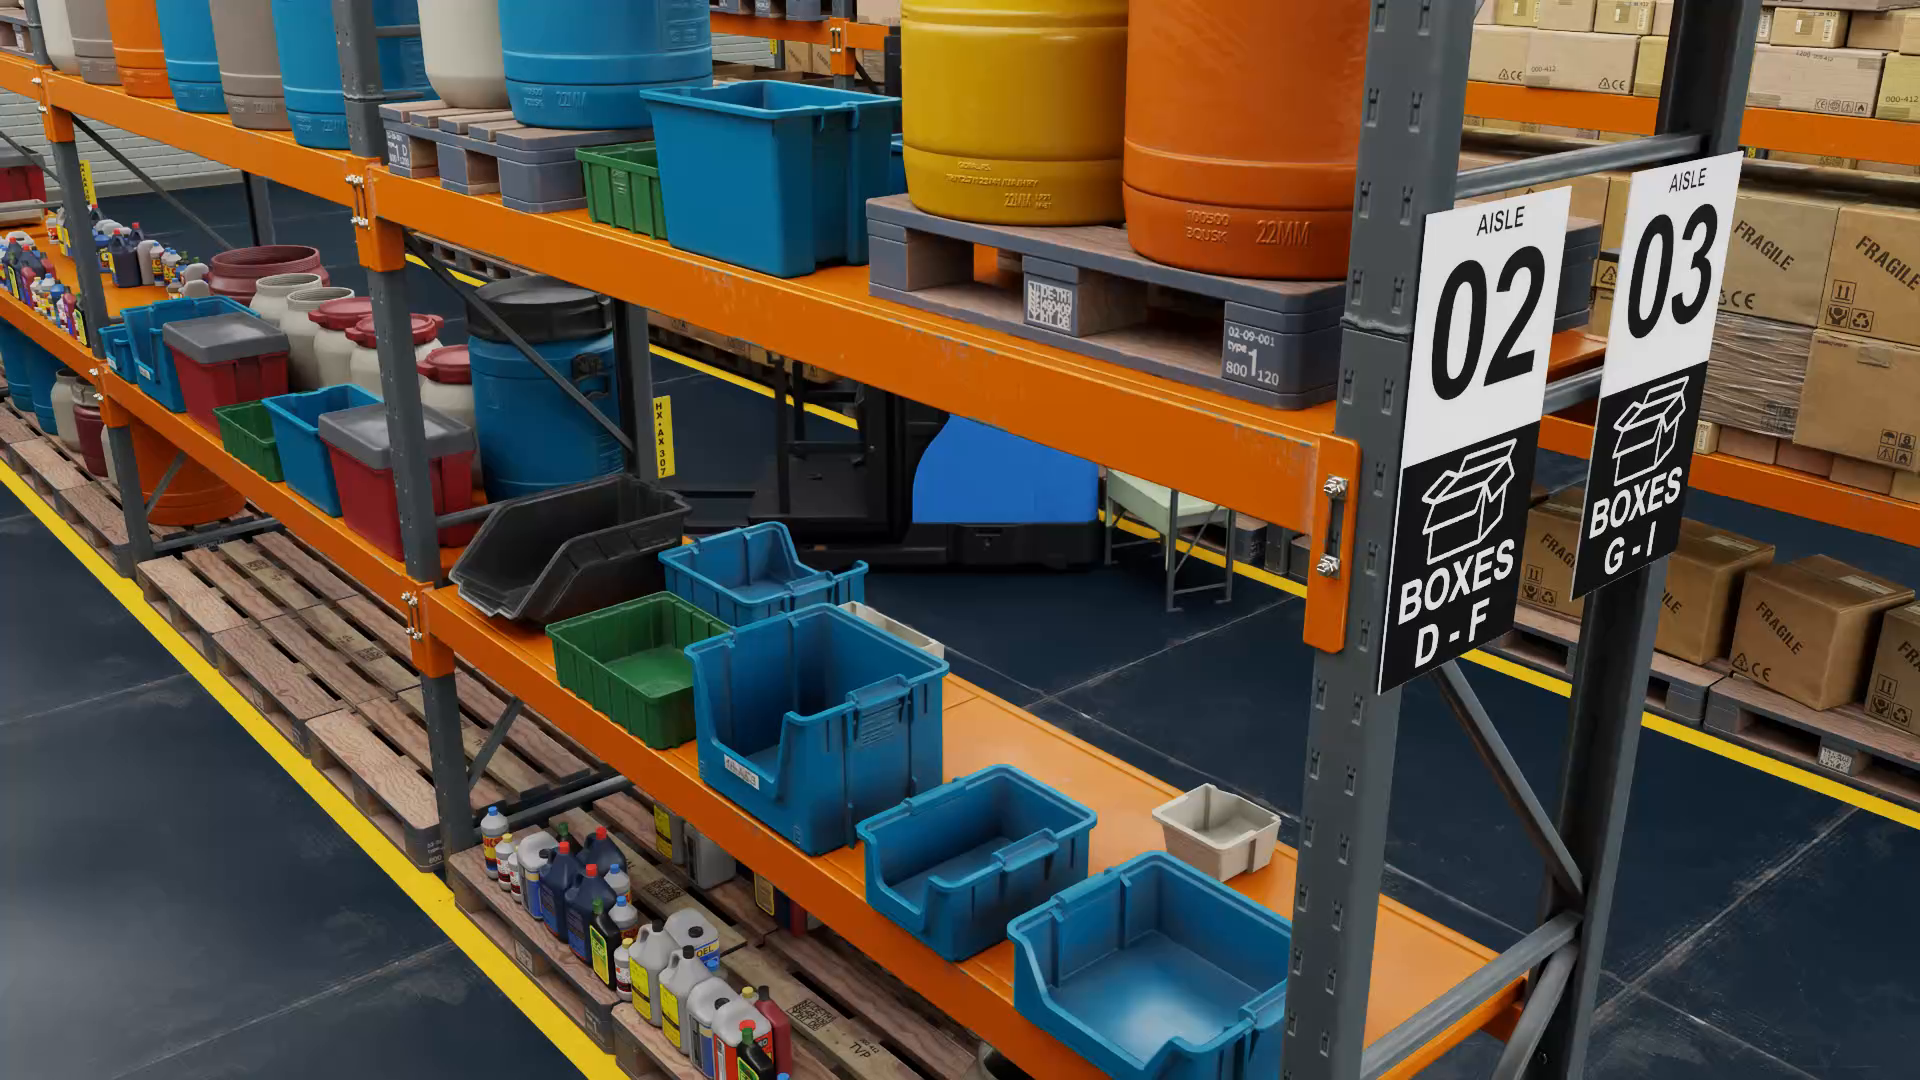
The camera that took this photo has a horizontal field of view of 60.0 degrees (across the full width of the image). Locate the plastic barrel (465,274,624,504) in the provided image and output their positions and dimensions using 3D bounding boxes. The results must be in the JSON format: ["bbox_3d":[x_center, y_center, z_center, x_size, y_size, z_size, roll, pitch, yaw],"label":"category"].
[{"bbox_3d":[-1.618,-0.556,6.604,0.600,0.901,0.708,-17,27,-37],"label":"plastic barrel"}]

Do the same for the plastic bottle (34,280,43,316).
[{"bbox_3d":[-5.386,-1.428,9.790,0.097,0.201,0.097,0,21,0],"label":"plastic bottle"}]

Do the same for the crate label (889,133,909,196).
[{"bbox_3d":[0.045,-0.962,4.419,0.502,0.251,0.408,-17,27,-37],"label":"crate label"}]

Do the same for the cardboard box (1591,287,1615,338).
[{"bbox_3d":[3.402,-0.961,7.779,0.875,0.500,0.500,-17,27,-37],"label":"cardboard box"}]

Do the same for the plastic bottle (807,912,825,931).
[{"bbox_3d":[-0.517,1.217,5.896,0.152,0.276,0.135,-17,27,-36],"label":"plastic bottle"}]

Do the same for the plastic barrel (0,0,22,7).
[{"bbox_3d":[-5.477,-3.359,9.571,0.433,0.535,0.433,0,21,0],"label":"plastic barrel"}]

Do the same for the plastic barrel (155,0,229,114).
[{"bbox_3d":[-2.945,-2.225,6.750,0.600,0.901,0.708,-17,27,-37],"label":"plastic barrel"}]

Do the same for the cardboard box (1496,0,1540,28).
[{"bbox_3d":[2.716,-2.478,7.743,0.380,0.149,0.250,-16,27,-36],"label":"cardboard box"}]

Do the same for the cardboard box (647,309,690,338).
[{"bbox_3d":[-2.048,-2.321,14.134,1.225,0.875,0.875,-19,28,-39],"label":"cardboard box"}]

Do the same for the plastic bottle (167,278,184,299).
[{"bbox_3d":[-4.628,-1.446,9.836,0.097,0.201,0.097,0,21,0],"label":"plastic bottle"}]

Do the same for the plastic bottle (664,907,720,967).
[{"bbox_3d":[-0.886,1.368,5.509,0.152,0.276,0.135,-17,27,-37],"label":"plastic bottle"}]

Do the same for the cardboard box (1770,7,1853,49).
[{"bbox_3d":[3.507,-2.094,6.764,0.380,0.149,0.250,-19,28,-40],"label":"cardboard box"}]

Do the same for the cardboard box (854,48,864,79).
[{"bbox_3d":[-1.090,-5.507,19.385,0.500,0.500,0.500,-17,27,-37],"label":"cardboard box"}]

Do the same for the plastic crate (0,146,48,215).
[{"bbox_3d":[-7.210,-2.719,12.642,0.402,0.464,0.583,-17,27,-37],"label":"plastic crate"}]

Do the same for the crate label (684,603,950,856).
[{"bbox_3d":[-0.390,0.500,4.545,0.502,0.435,0.616,-17,27,-37],"label":"crate label"}]

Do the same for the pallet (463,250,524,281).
[{"bbox_3d":[-4.302,-2.801,16.846,1.003,0.211,1.213,-17,27,-37],"label":"pallet"}]

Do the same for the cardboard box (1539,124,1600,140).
[{"bbox_3d":[4.985,-3.405,13.057,0.700,0.500,0.500,-17,27,-37],"label":"cardboard box"}]

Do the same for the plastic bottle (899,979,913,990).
[{"bbox_3d":[-0.155,1.357,5.545,0.097,0.271,0.097,0,21,0],"label":"plastic bottle"}]

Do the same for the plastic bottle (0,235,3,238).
[{"bbox_3d":[-6.482,-1.977,11.191,0.097,0.201,0.097,0,21,0],"label":"plastic bottle"}]

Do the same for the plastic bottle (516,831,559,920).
[{"bbox_3d":[-1.487,1.194,5.953,0.152,0.276,0.135,-16,27,-36],"label":"plastic bottle"}]

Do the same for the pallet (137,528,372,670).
[{"bbox_3d":[-3.730,0.272,8.999,1.003,0.211,1.213,-17,27,-37],"label":"pallet"}]

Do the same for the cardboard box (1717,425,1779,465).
[{"bbox_3d":[3.598,-0.472,7.421,0.380,0.149,0.250,-17,27,-37],"label":"cardboard box"}]

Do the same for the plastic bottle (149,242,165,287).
[{"bbox_3d":[-5.052,-1.744,10.499,0.097,0.271,0.097,0,21,0],"label":"plastic bottle"}]

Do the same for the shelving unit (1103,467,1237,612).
[{"bbox_3d":[1.159,-0.462,9.107,0.431,1.500,0.755,-9,23,-21],"label":"shelving unit"}]

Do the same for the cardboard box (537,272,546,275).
[{"bbox_3d":[-3.435,-2.941,15.718,0.875,0.875,0.875,-17,27,-37],"label":"cardboard box"}]

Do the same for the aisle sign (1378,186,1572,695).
[{"bbox_3d":[0.838,-0.159,2.712,0.394,0.787,0.004,-17,27,-37],"label":"aisle sign"}]

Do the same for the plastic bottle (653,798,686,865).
[{"bbox_3d":[-1.065,1.028,6.275,0.144,0.351,0.185,-17,27,-37],"label":"plastic bottle"}]

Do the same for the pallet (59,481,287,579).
[{"bbox_3d":[-4.752,-0.159,10.100,1.003,0.211,1.213,-17,27,-37],"label":"pallet"}]

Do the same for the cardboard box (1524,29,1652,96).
[{"bbox_3d":[2.923,-2.180,7.530,0.500,0.250,0.500,-19,28,-39],"label":"cardboard box"}]

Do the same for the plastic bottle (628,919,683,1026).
[{"bbox_3d":[-0.982,1.376,5.387,0.144,0.351,0.185,-18,27,-38],"label":"plastic bottle"}]

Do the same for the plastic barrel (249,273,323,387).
[{"bbox_3d":[-3.373,-1.068,8.444,0.421,0.512,0.421,0,21,0],"label":"plastic barrel"}]

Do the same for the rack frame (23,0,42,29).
[{"bbox_3d":[-4.206,-4.043,7.967,1.000,3.000,0.127,-17,27,-37],"label":"rack frame"}]

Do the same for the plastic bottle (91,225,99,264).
[{"bbox_3d":[-5.742,-1.950,11.027,0.097,0.271,0.097,0,21,0],"label":"plastic bottle"}]

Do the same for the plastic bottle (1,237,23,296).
[{"bbox_3d":[-5.819,-1.694,10.264,0.144,0.351,0.185,-17,27,-37],"label":"plastic bottle"}]

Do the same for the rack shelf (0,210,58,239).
[{"bbox_3d":[-8.122,-2.572,13.424,1.077,0.370,4.000,-17,27,-37],"label":"rack shelf"}]

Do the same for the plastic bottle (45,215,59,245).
[{"bbox_3d":[-6.397,-2.195,11.748,0.097,0.201,0.097,0,21,0],"label":"plastic bottle"}]

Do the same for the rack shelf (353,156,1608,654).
[{"bbox_3d":[-0.289,-0.653,4.412,1.077,0.370,4.000,-17,27,-37],"label":"rack shelf"}]

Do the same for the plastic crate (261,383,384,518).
[{"bbox_3d":[-2.551,-0.367,6.831,0.392,0.384,0.575,-17,27,-37],"label":"plastic crate"}]

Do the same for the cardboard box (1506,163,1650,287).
[{"bbox_3d":[2.912,-1.513,7.818,0.500,0.500,0.500,-17,27,-37],"label":"cardboard box"}]

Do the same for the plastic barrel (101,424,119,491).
[{"bbox_3d":[-4.974,-0.552,10.117,0.421,0.512,0.421,0,21,0],"label":"plastic barrel"}]

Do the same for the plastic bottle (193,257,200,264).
[{"bbox_3d":[-4.598,-1.567,10.032,0.061,0.283,0.133,-17,27,-37],"label":"plastic bottle"}]

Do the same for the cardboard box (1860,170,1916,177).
[{"bbox_3d":[6.607,-2.300,11.538,0.875,0.550,0.550,-17,27,-37],"label":"cardboard box"}]

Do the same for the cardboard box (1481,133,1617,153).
[{"bbox_3d":[2.987,-1.777,8.493,0.500,0.500,0.500,-17,27,-37],"label":"cardboard box"}]

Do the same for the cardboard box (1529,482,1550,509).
[{"bbox_3d":[2.768,-0.078,8.923,0.500,0.500,0.500,-9,23,-21],"label":"cardboard box"}]

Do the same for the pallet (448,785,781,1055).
[{"bbox_3d":[-1.188,1.350,6.249,1.003,0.211,1.213,-17,27,-37],"label":"pallet"}]

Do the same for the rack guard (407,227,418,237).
[{"bbox_3d":[-5.691,-3.481,18.187,1.175,0.500,0.348,-17,27,-37],"label":"rack guard"}]

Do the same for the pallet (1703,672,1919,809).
[{"bbox_3d":[4.215,0.826,7.585,1.003,0.211,1.213,-17,27,-37],"label":"pallet"}]

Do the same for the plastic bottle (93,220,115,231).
[{"bbox_3d":[-5.747,-2.024,11.210,0.152,0.276,0.135,-17,27,-37],"label":"plastic bottle"}]

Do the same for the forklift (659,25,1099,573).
[{"bbox_3d":[-0.722,-1.360,9.437,3.031,2.935,1.130,0,21,0],"label":"forklift"}]

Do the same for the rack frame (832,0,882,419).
[{"bbox_3d":[-0.454,-2.428,12.071,1.000,3.000,0.127,-17,27,-37],"label":"rack frame"}]

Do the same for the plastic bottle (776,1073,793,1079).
[{"bbox_3d":[-0.515,1.656,4.877,0.097,0.201,0.097,0,21,0],"label":"plastic bottle"}]

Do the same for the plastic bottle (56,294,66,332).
[{"bbox_3d":[-5.069,-1.294,9.447,0.097,0.201,0.097,0,21,0],"label":"plastic bottle"}]
